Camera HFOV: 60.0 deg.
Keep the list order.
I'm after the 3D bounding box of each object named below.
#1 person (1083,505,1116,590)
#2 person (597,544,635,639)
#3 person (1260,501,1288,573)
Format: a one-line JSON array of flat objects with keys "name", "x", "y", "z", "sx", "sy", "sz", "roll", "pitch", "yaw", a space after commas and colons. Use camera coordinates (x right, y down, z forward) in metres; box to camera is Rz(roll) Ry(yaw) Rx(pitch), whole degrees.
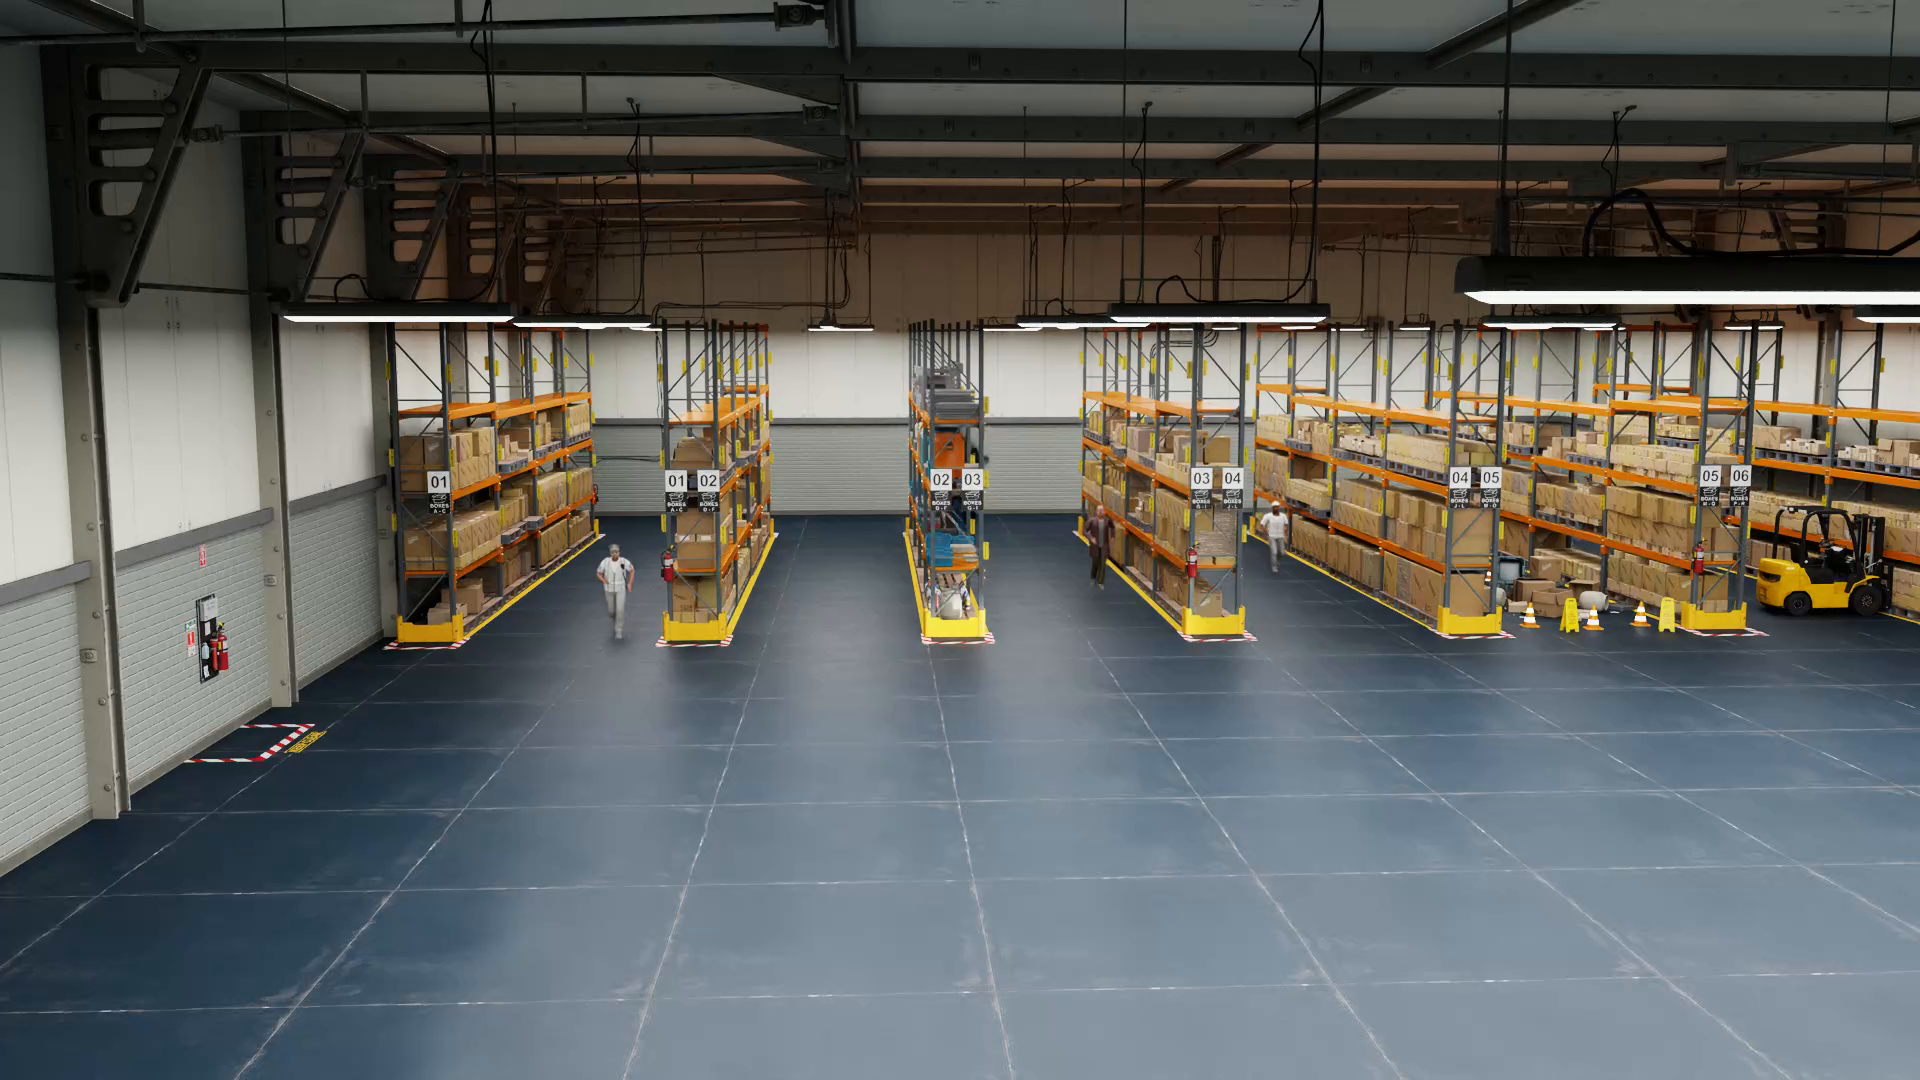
[{"name": "person", "x": 3.009, "y": 0.148, "z": 35.790, "sx": 0.737, "sy": 1.797, "sz": 0.778, "roll": -1, "pitch": 7, "yaw": -5}, {"name": "person", "x": -6.566, "y": 0.955, "z": 31.720, "sx": 0.701, "sy": 1.789, "sz": 0.851, "roll": -1, "pitch": 7, "yaw": -5}, {"name": "person", "x": 7.596, "y": -0.080, "z": 40.105, "sx": 0.697, "sy": 1.717, "sz": 0.598, "roll": -1, "pitch": 7, "yaw": -5}]
